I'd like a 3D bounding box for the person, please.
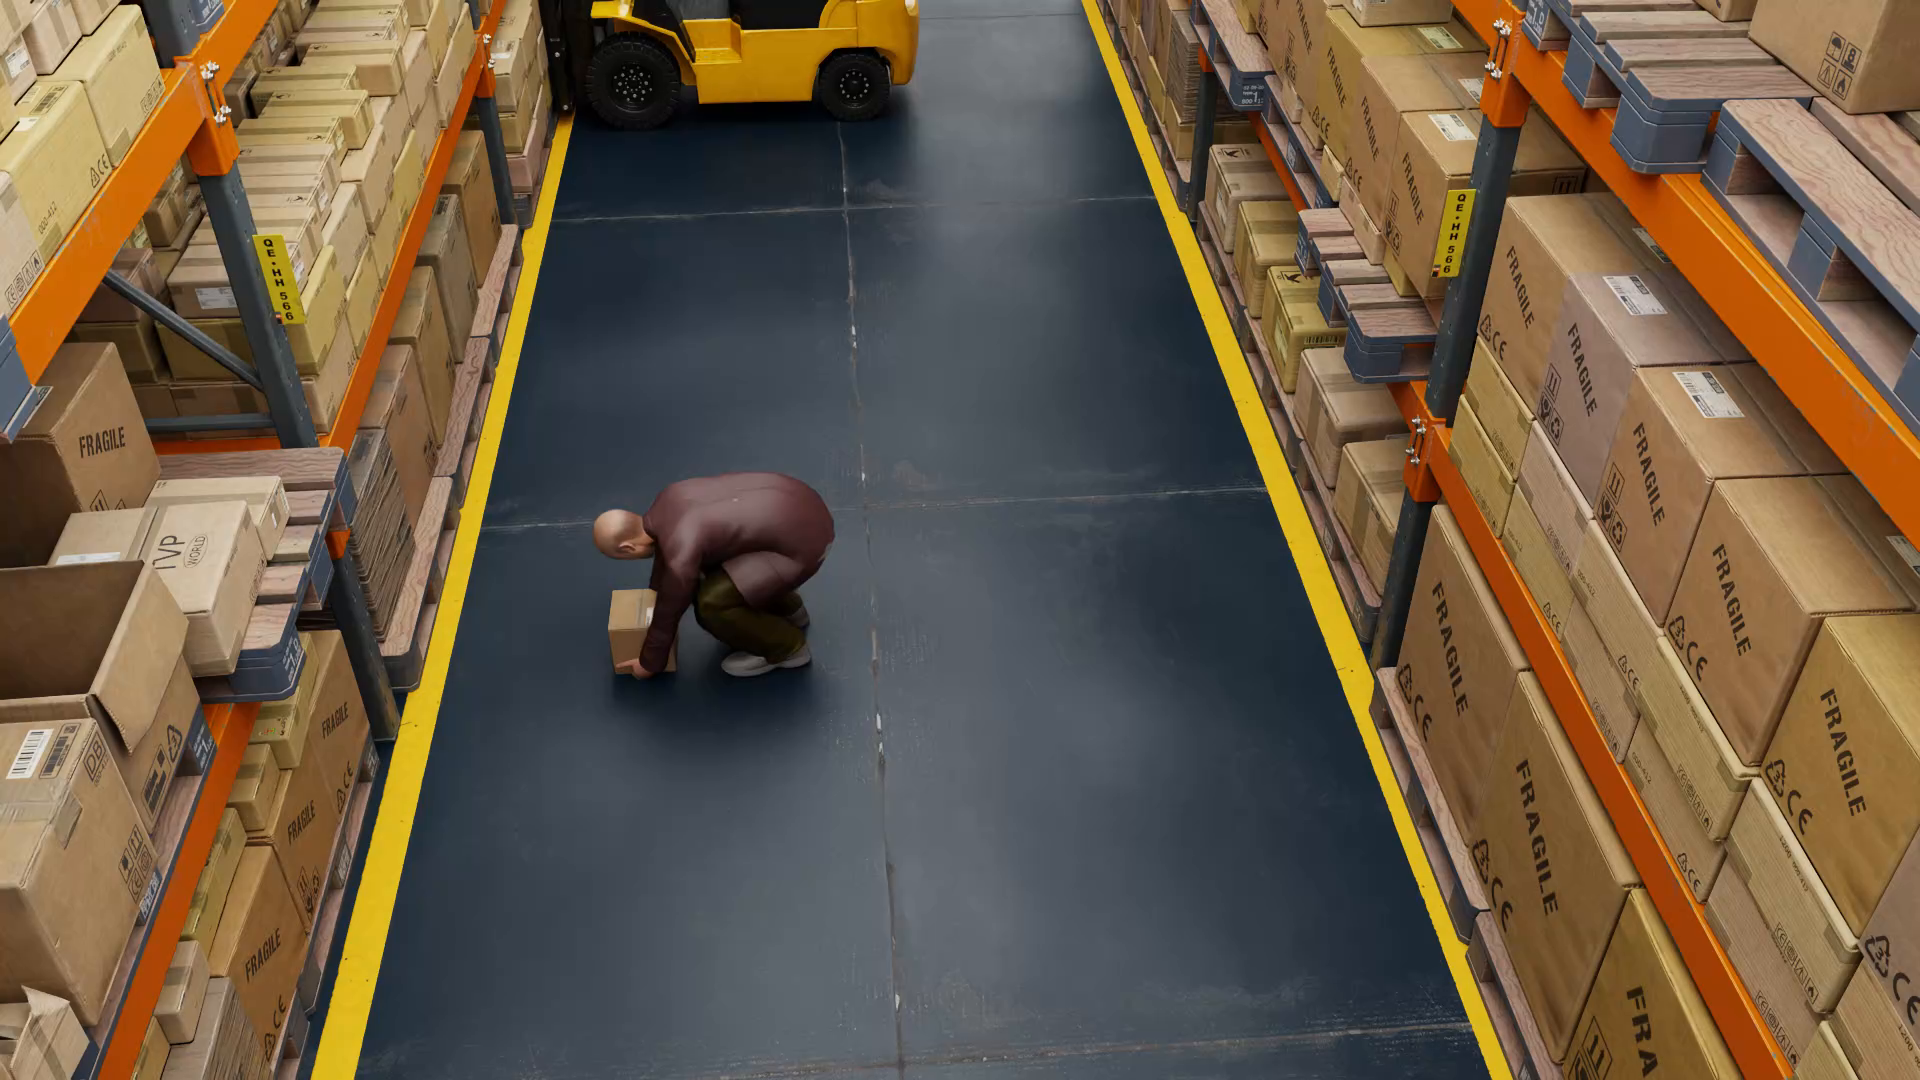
[{"bbox_3d":[-0.975,0.134,6.773,0.951,0.850,0.584,-4,39,-5],"label":"person"}]
